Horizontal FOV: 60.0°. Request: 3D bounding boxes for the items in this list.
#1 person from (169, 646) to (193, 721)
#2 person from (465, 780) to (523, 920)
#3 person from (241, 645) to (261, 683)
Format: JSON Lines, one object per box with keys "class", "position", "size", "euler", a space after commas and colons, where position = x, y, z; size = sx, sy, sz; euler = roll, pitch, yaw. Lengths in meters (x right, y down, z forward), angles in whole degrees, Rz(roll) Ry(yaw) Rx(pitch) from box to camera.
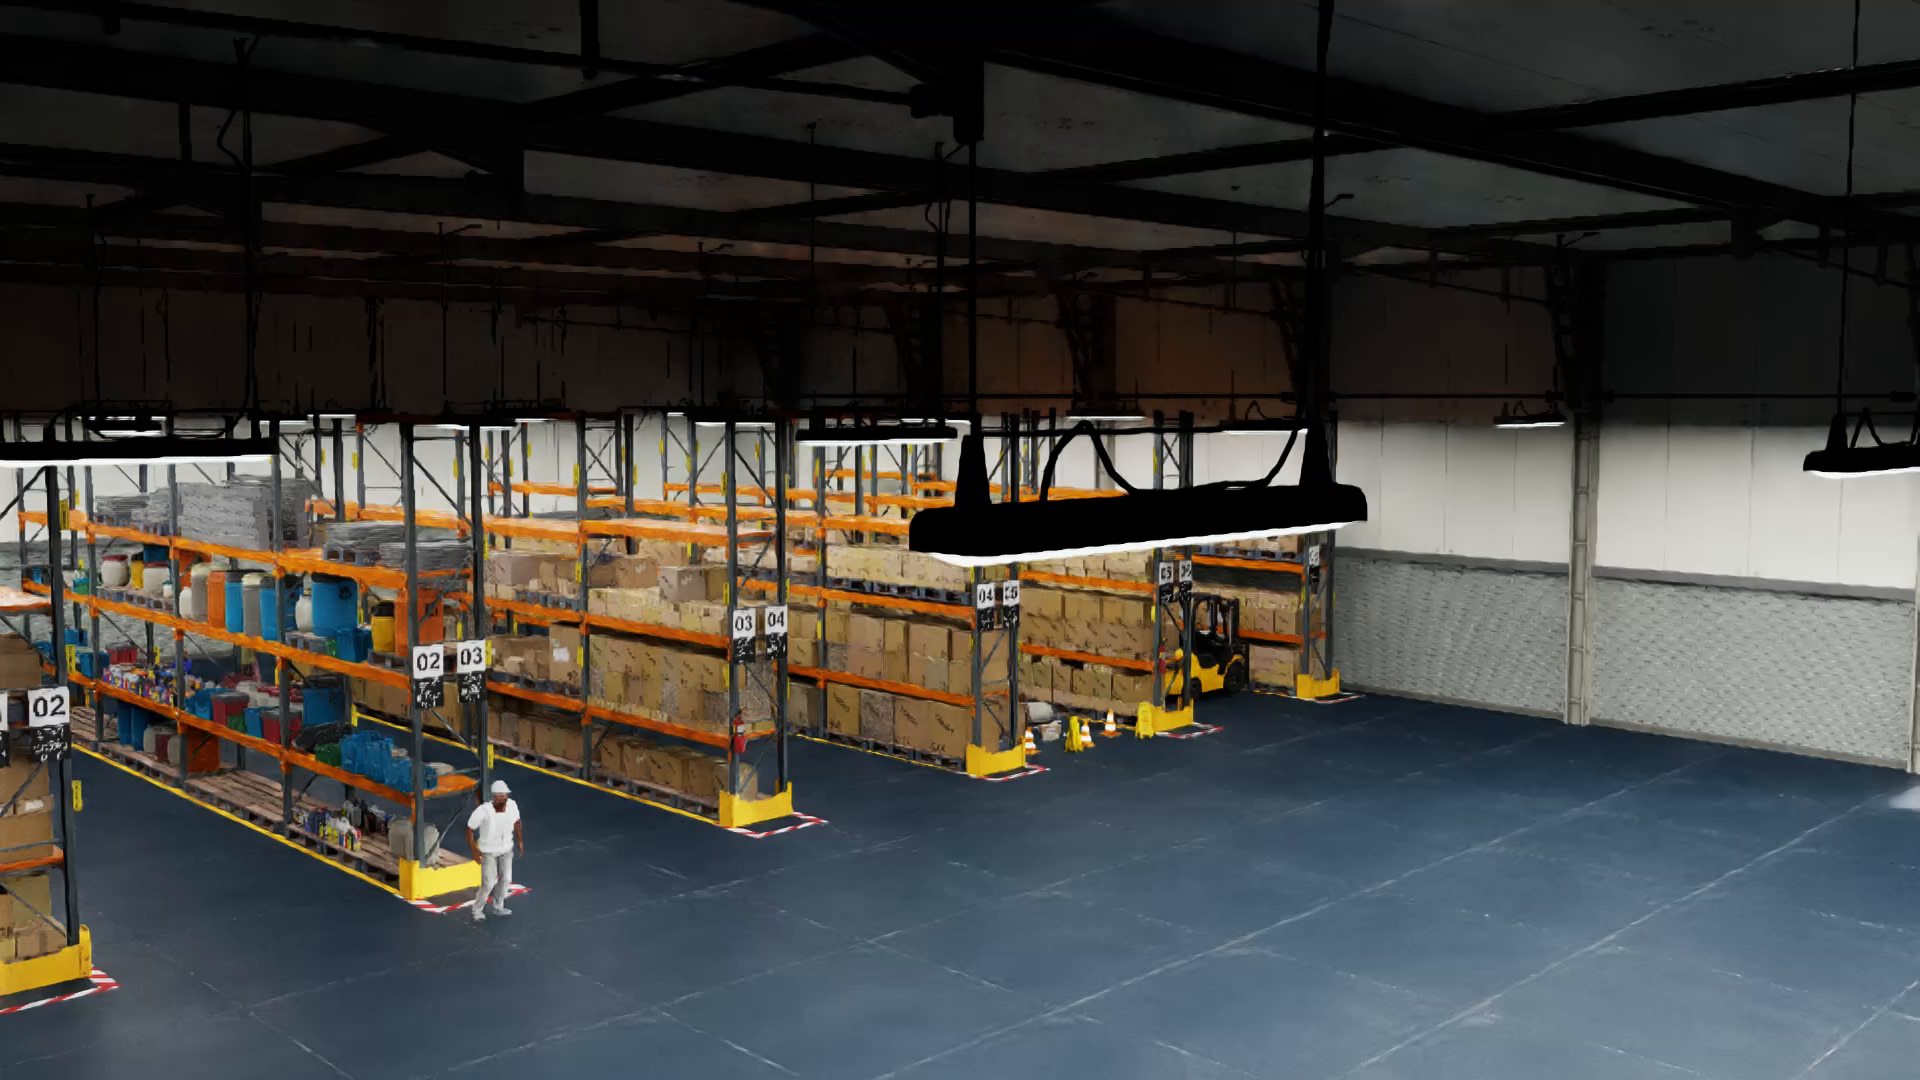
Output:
{"class": "person", "position": [-14.703, 2.792, 31.469], "size": [0.996, 1.587, 0.443], "euler": [4, 6, 37]}
{"class": "person", "position": [-5.615, 3.738, 20.105], "size": [0.572, 1.713, 0.719], "euler": [5, 7, 44]}
{"class": "person", "position": [-14.800, 2.524, 34.532], "size": [0.448, 1.590, 1.110], "euler": [-4, 7, -42]}
